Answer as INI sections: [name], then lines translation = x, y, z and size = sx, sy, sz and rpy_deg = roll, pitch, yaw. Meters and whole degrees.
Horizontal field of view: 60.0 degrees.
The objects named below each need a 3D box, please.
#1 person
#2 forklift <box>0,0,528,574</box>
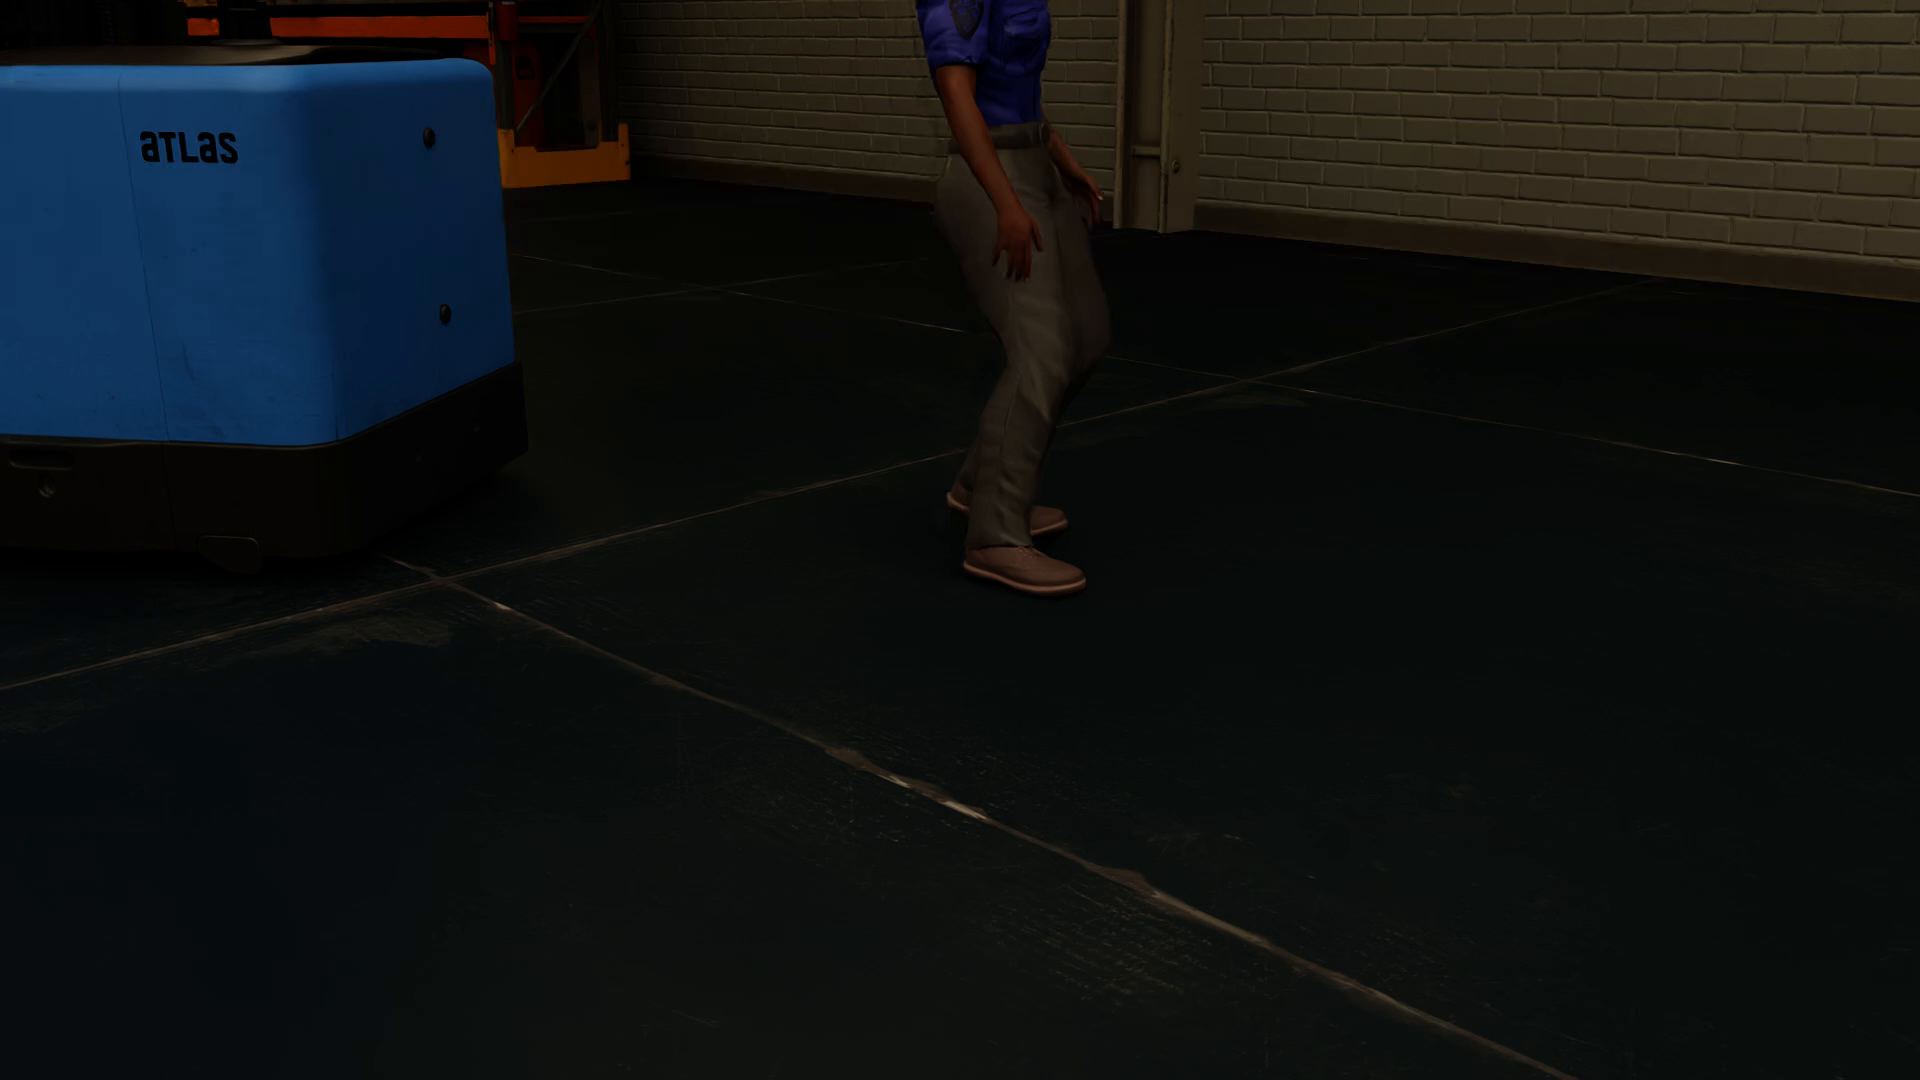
[person]
translation = 0.126, -0.746, 3.601
size = 0.449, 1.601, 0.671
rpy_deg = 5, 18, 15
[forklift]
translation = -2.713, -1.516, 3.835
size = 3.031, 2.935, 1.130
rpy_deg = 3, 17, 9
